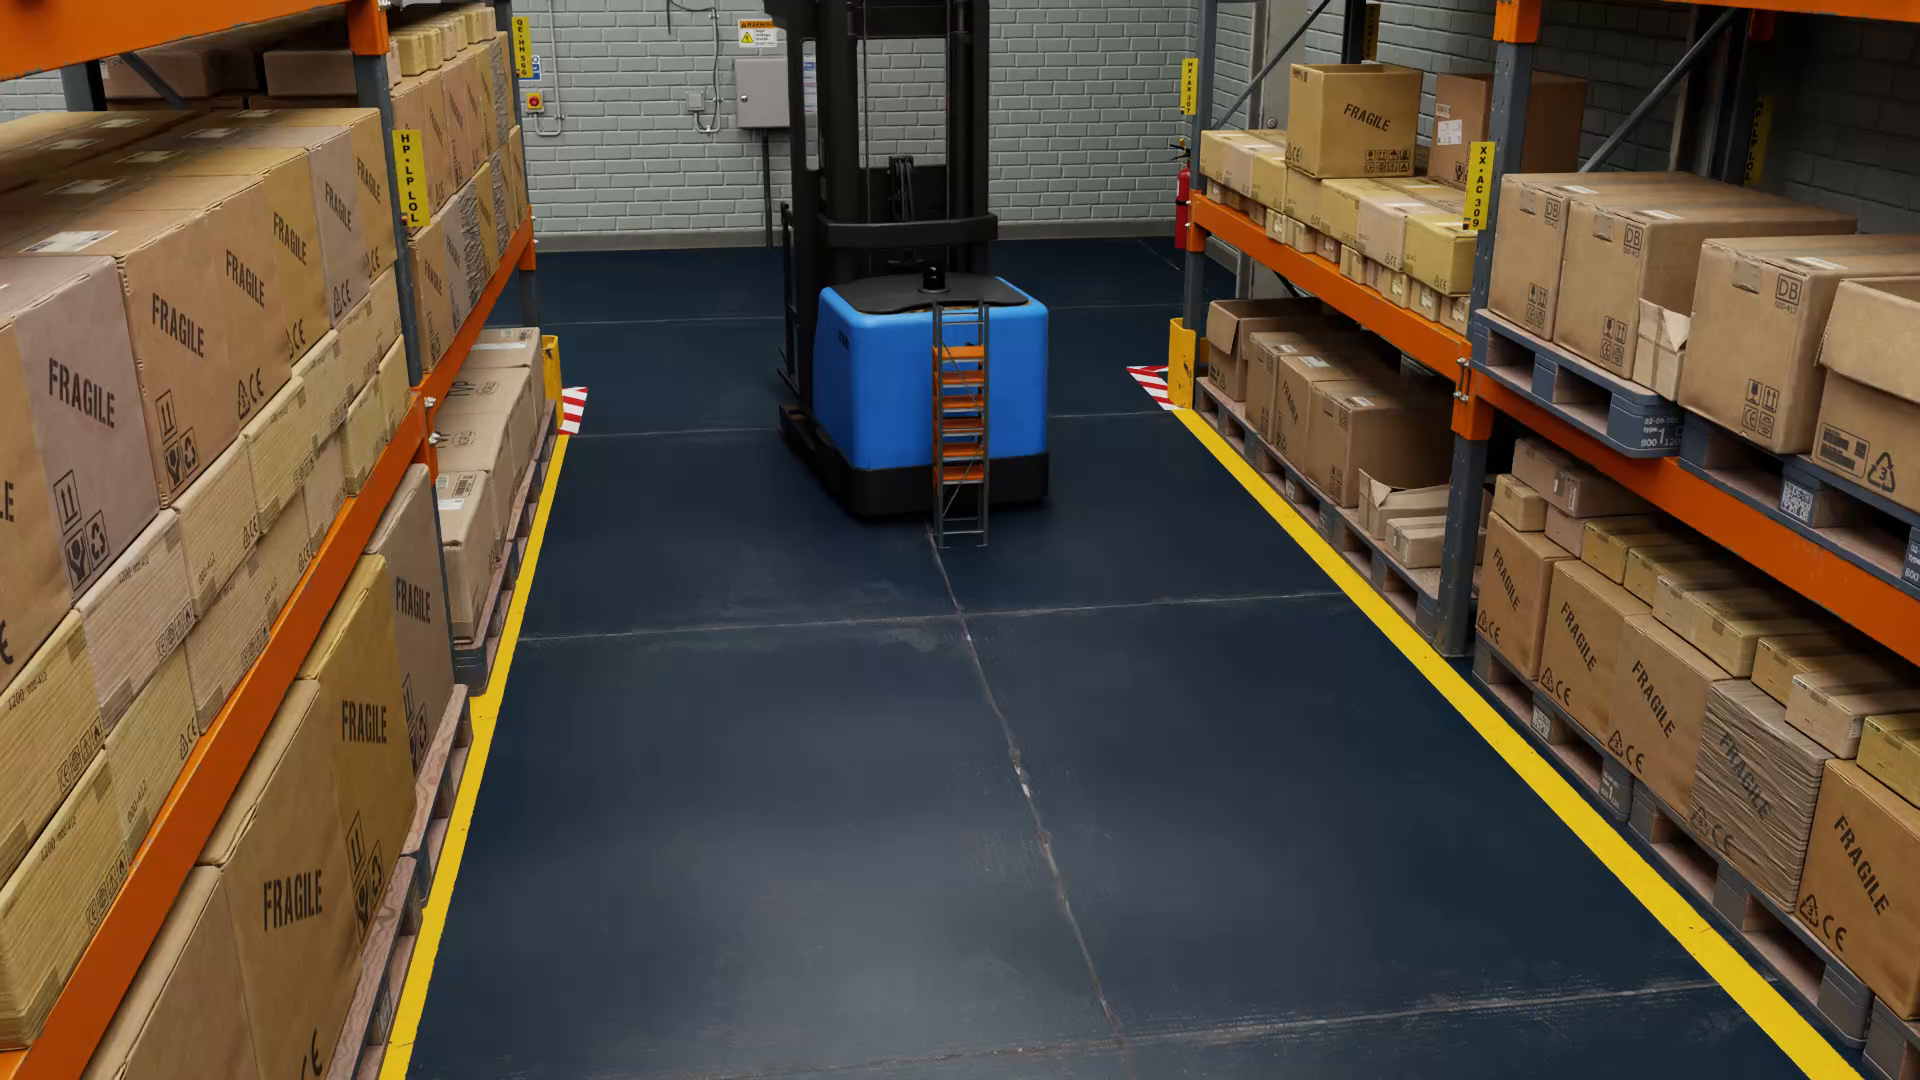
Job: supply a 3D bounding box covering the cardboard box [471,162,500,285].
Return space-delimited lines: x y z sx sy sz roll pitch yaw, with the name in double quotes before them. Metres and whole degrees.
"cardboard box" -2.438 -1.451 7.672 0.500 0.500 0.500 -2 21 -6

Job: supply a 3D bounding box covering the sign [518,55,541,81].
"sign" -3.890 -4.185 14.748 0.327 0.218 0.001 -3 21 -8

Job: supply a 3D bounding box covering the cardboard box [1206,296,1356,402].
"cardboard box" 1.908 -1.151 9.978 0.797 0.503 0.637 -4 21 -10

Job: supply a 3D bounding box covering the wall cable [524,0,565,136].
"wall cable" -3.834 -4.530 14.562 0.585 1.953 0.123 -3 21 -8

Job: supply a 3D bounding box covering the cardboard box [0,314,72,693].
"cardboard box" -1.674 -0.017 2.403 0.500 0.500 0.500 -4 21 -10

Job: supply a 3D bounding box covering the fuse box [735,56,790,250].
"fuse box" -1.734 -3.491 15.119 0.539 1.711 0.414 -3 21 -8

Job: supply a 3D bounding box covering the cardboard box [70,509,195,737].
"cardboard box" -1.747 0.151 3.026 0.500 0.250 0.500 -2 21 -6

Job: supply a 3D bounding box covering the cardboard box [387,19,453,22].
"cardboard box" -2.490 -2.263 7.488 0.380 0.149 0.250 -2 21 -6

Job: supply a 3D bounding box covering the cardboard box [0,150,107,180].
"cardboard box" -2.472 -0.703 4.240 0.500 0.500 0.500 -3 21 -9

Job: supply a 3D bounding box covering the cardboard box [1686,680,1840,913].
"cardboard box" 2.560 0.735 4.934 0.500 0.500 0.500 -4 21 -10

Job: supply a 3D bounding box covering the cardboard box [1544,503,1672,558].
"cardboard box" 2.395 -0.055 6.122 0.380 0.149 0.250 -3 21 -9

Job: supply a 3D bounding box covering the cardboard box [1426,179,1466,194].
"cardboard box" 2.534 -1.561 7.899 0.500 0.250 0.500 -2 21 -7

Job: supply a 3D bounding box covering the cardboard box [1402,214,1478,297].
"cardboard box" 2.175 -1.188 6.900 0.500 0.250 0.500 -2 21 -6

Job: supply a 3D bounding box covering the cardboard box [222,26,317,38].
"cardboard box" -2.902 -2.059 6.943 0.380 0.149 0.250 -3 21 -9

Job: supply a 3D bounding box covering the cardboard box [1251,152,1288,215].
"cardboard box" 1.861 -1.889 8.775 0.500 0.250 0.500 -3 21 -9

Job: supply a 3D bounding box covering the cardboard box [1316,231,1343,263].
"cardboard box" 1.989 -1.470 8.225 0.380 0.149 0.250 -3 21 -8

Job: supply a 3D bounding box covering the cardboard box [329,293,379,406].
"cardboard box" -2.038 -0.554 4.913 0.500 0.250 0.500 -2 21 -6

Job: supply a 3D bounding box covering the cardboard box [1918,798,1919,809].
"cardboard box" 2.687 0.662 4.202 0.380 0.149 0.250 -2 21 -6

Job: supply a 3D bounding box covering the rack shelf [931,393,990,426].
"rack shelf" 0.002 -0.628 7.966 0.258 0.103 0.180 -3 21 -8

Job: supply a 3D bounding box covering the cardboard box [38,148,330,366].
"cardboard box" -1.973 -0.721 4.289 0.500 0.500 0.500 -2 21 -6

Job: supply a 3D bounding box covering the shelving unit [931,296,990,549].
"shelving unit" 0.002 -0.557 7.993 0.258 1.200 0.189 -3 21 -8

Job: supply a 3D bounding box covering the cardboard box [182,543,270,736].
"cardboard box" -1.828 0.211 3.579 0.500 0.250 0.500 -2 21 -6

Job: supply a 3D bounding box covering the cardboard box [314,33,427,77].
"cardboard box" -2.317 -1.909 6.540 0.380 0.149 0.250 -3 21 -8

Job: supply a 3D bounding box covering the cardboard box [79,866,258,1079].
"cardboard box" -1.862 1.237 3.055 0.875 0.875 0.875 -3 21 -8

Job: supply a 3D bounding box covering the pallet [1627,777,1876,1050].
"pallet" 2.824 1.054 5.092 1.003 0.211 1.213 -3 21 -8

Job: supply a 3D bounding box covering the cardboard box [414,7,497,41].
"cardboard box" -2.567 -2.622 8.449 0.380 0.149 0.250 -3 21 -8

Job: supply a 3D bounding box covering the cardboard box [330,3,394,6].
"cardboard box" -3.221 -2.771 8.848 0.380 0.149 0.250 -2 21 -7

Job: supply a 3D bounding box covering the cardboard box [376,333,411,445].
"cardboard box" -2.107 -0.491 5.457 0.500 0.250 0.500 -3 21 -9

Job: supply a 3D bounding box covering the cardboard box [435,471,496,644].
"cardboard box" -2.406 0.077 6.784 0.875 0.438 0.875 -3 21 -9

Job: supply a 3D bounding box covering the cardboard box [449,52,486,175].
"cardboard box" -2.450 -1.924 7.508 0.500 0.500 0.500 -3 21 -8

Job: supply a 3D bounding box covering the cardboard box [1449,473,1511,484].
"cardboard box" 2.566 -0.207 7.958 0.380 0.149 0.250 -3 21 -8

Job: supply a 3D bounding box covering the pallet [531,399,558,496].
"pallet" -2.805 -0.509 9.278 1.003 0.211 1.213 -3 21 -8

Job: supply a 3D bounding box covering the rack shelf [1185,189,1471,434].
"rack shelf" 2.202 -1.311 8.466 1.077 0.370 4.000 -3 21 -8

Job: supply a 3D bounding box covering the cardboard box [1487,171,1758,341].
"cardboard box" 2.338 -1.020 5.917 0.700 0.500 0.500 -2 21 -6

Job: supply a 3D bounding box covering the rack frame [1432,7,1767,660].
"rack frame" 2.490 -0.955 6.487 1.000 3.000 0.127 -3 21 -8

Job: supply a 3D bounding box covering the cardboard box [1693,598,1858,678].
"cardboard box" 2.529 0.302 5.166 0.380 0.149 0.250 -2 21 -6

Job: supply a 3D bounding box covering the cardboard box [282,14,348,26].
"cardboard box" -3.043 -2.409 7.881 0.380 0.149 0.250 -3 21 -7

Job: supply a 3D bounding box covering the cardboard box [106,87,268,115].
"cardboard box" -2.763 -1.368 6.020 0.500 0.500 0.500 -3 21 -8

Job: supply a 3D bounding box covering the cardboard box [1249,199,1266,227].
"cardboard box" 1.820 -1.829 9.186 0.380 0.149 0.250 -2 21 -6

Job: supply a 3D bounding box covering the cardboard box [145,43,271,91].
"cardboard box" -2.711 -1.710 6.009 0.380 0.149 0.250 -2 21 -6

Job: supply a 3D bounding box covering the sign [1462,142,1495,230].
"sign" 1.954 -1.331 6.255 0.100 0.325 0.005 -3 21 -8

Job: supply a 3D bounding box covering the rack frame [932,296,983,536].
"rack frame" -0.011 -0.589 8.078 0.240 1.200 0.006 -3 21 -8

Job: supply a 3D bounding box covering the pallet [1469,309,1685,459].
"pallet" 2.497 -0.583 5.765 1.003 0.211 1.213 -3 21 -8

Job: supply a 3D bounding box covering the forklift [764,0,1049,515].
"forklift" -0.447 -1.979 9.326 1.130 2.935 3.031 -6 21 -15

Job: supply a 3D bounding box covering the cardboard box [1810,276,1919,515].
"cardboard box" 2.648 -0.371 4.175 0.797 0.503 0.637 -3 21 -9

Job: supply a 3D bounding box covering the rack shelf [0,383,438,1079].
"rack shelf" -2.133 0.326 4.085 1.077 0.370 4.000 -3 21 -8

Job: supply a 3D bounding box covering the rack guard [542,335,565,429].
"rack guard" -3.001 -0.926 9.980 1.175 0.500 0.348 -3 21 -8

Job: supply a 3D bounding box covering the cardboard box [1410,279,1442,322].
"cardboard box" 2.135 -1.024 7.030 0.380 0.149 0.250 -2 21 -6
